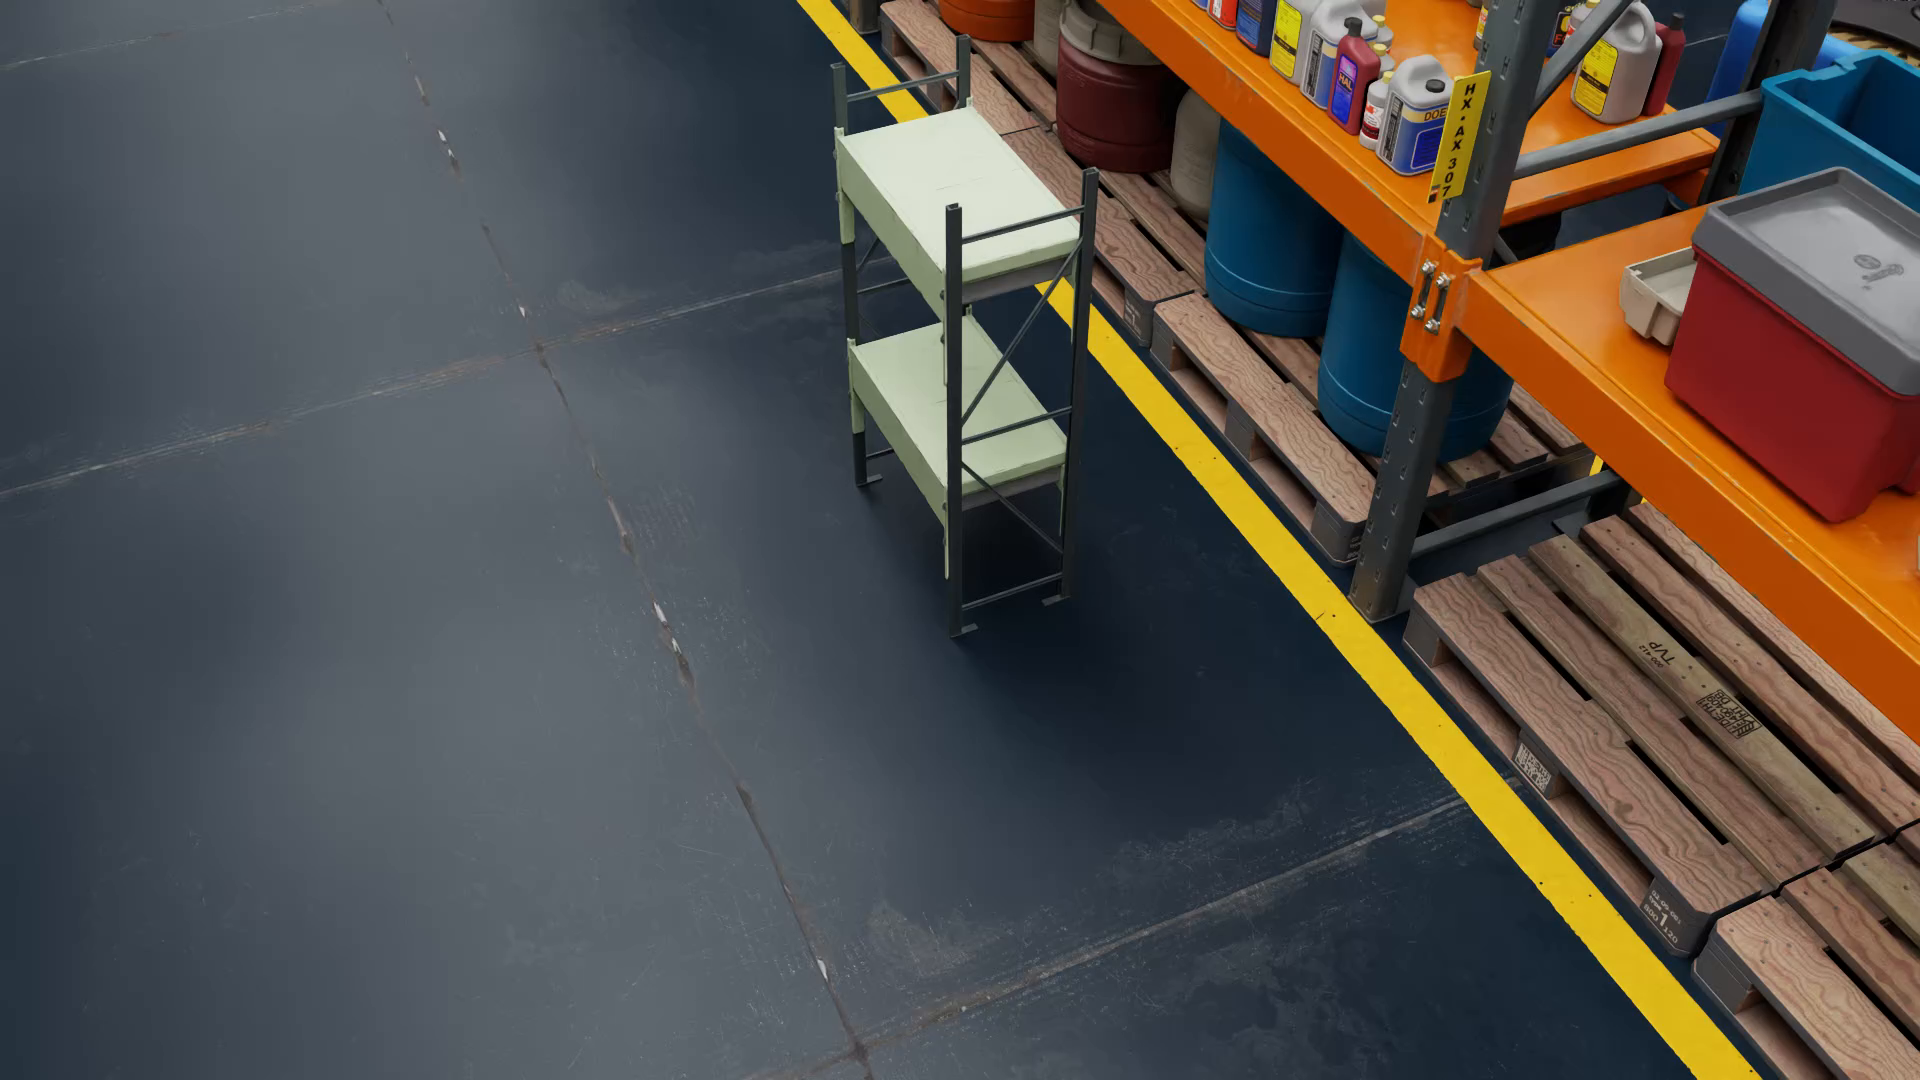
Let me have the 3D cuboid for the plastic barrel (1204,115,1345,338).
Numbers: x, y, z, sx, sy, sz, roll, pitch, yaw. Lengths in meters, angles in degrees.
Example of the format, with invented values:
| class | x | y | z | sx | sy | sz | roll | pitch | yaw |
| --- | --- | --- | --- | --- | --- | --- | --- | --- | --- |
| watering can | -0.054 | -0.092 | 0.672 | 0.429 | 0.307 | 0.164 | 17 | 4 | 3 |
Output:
| class | x | y | z | sx | sy | sz | roll | pitch | yaw |
| --- | --- | --- | --- | --- | --- | --- | --- | --- | --- |
| plastic barrel | 1.146 | -1.200 | 5.525 | 0.600 | 0.901 | 0.708 | -18 | 47 | -17 |

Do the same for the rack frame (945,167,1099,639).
| class | x | y | z | sx | sy | sz | roll | pitch | yaw |
| --- | --- | --- | --- | --- | --- | --- | --- | --- | --- |
| rack frame | 0.151 | -0.305 | 4.491 | 0.400 | 1.500 | 0.023 | -18 | 47 | -17 |

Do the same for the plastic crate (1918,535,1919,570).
| class | x | y | z | sx | sy | sz | roll | pitch | yaw |
| --- | --- | --- | --- | --- | --- | --- | --- | --- | --- |
| plastic crate | 2.132 | 0.054 | 3.101 | 0.437 | 0.282 | 0.530 | -18 | 47 | -17 |

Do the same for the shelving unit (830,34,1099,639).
| class | x | y | z | sx | sy | sz | roll | pitch | yaw |
| --- | --- | --- | --- | --- | --- | --- | --- | --- | --- |
| shelving unit | -0.003 | -0.538 | 4.728 | 0.431 | 1.500 | 0.755 | -18 | 47 | -17 |

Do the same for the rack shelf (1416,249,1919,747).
| class | x | y | z | sx | sy | sz | roll | pitch | yaw |
| --- | --- | --- | --- | --- | --- | --- | --- | --- | --- |
| rack shelf | 2.498 | 0.536 | 3.083 | 1.077 | 0.370 | 4.000 | -18 | 47 | -17 |

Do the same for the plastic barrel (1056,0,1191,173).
| class | x | y | z | sx | sy | sz | roll | pitch | yaw |
| --- | --- | --- | --- | --- | --- | --- | --- | --- | --- |
| plastic barrel | 0.671 | -1.808 | 6.365 | 0.600 | 0.588 | 0.708 | -18 | 47 | -17 |

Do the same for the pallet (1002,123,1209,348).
| class | x | y | z | sx | sy | sz | roll | pitch | yaw |
| --- | --- | --- | --- | --- | --- | --- | --- | --- | --- |
| pallet | 0.854 | -1.284 | 6.401 | 1.003 | 0.211 | 1.213 | -18 | 47 | -17 |

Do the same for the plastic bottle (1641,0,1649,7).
| class | x | y | z | sx | sy | sz | roll | pitch | yaw |
| --- | --- | --- | --- | --- | --- | --- | --- | --- | --- |
| plastic bottle | 1.834 | -1.398 | 4.614 | 0.061 | 0.283 | 0.133 | -18 | 47 | -17 |

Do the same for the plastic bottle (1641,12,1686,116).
| class | x | y | z | sx | sy | sz | roll | pitch | yaw |
| --- | --- | --- | --- | --- | --- | --- | --- | --- | --- |
| plastic bottle | 1.890 | -1.313 | 4.528 | 0.061 | 0.283 | 0.133 | -18 | 47 | -17 |

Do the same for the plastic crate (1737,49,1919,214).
| class | x | y | z | sx | sy | sz | roll | pitch | yaw |
| --- | --- | --- | --- | --- | --- | --- | --- | --- | --- |
| plastic crate | 2.163 | -0.813 | 3.907 | 0.392 | 0.384 | 0.575 | -18 | 47 | -17 |

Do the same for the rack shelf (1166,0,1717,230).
| class | x | y | z | sx | sy | sz | roll | pitch | yaw |
| --- | --- | --- | --- | --- | --- | --- | --- | --- | --- |
| rack shelf | 0.816 | -2.082 | 5.598 | 0.919 | 0.124 | 3.809 | -18 | 47 | -17 |

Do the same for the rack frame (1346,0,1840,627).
| class | x | y | z | sx | sy | sz | roll | pitch | yaw |
| --- | --- | --- | --- | --- | --- | --- | --- | --- | --- |
| rack frame | 1.657 | -0.994 | 4.122 | 1.000 | 3.000 | 0.127 | -18 | 47 | -17 |

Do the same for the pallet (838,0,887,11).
| class | x | y | z | sx | sy | sz | roll | pitch | yaw |
| --- | --- | --- | --- | --- | --- | --- | --- | --- | --- |
| pallet | -0.315 | -3.056 | 8.197 | 1.003 | 0.211 | 1.213 | -18 | 47 | -17 |

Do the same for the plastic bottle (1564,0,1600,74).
| class | x | y | z | sx | sy | sz | roll | pitch | yaw |
| --- | --- | --- | --- | --- | --- | --- | --- | --- | --- |
| plastic bottle | 1.769 | -1.436 | 4.712 | 0.097 | 0.201 | 0.097 | 0 | 45 | 0 |

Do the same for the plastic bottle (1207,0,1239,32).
| class | x | y | z | sx | sy | sz | roll | pitch | yaw |
| --- | --- | --- | --- | --- | --- | --- | --- | --- | --- |
| plastic bottle | 0.833 | -1.660 | 4.885 | 0.152 | 0.276 | 0.135 | -18 | 47 | -17 |

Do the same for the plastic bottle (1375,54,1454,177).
| class | x | y | z | sx | sy | sz | roll | pitch | yaw |
| --- | --- | --- | --- | --- | --- | --- | --- | --- | --- |
| plastic bottle | 1.198 | -1.106 | 4.323 | 0.152 | 0.276 | 0.135 | -18 | 47 | -17 |

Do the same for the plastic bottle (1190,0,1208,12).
| class | x | y | z | sx | sy | sz | roll | pitch | yaw |
| --- | --- | --- | --- | --- | --- | --- | --- | --- | --- |
| plastic bottle | 0.776 | -1.746 | 4.972 | 0.152 | 0.276 | 0.135 | -18 | 47 | -17 |

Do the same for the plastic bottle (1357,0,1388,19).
| class | x | y | z | sx | sy | sz | roll | pitch | yaw |
| --- | --- | --- | --- | --- | --- | --- | --- | --- | --- |
| plastic bottle | 1.105 | -1.509 | 4.678 | 0.144 | 0.351 | 0.185 | -18 | 47 | -17 |

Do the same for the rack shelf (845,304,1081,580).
| class | x | y | z | sx | sy | sz | roll | pitch | yaw |
| --- | --- | --- | --- | --- | --- | --- | --- | --- | --- |
| rack shelf | -0.003 | -0.306 | 4.957 | 0.431 | 0.370 | 0.720 | -18 | 47 | -17 |

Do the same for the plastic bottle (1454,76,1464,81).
| class | x | y | z | sx | sy | sz | roll | pitch | yaw |
| --- | --- | --- | --- | --- | --- | --- | --- | --- | --- |
| plastic bottle | 1.304 | -1.128 | 4.399 | 0.097 | 0.201 | 0.097 | 0 | 45 | 0 |

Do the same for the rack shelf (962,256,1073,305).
| class | x | y | z | sx | sy | sz | roll | pitch | yaw |
| --- | --- | --- | --- | --- | --- | --- | --- | --- | --- |
| rack shelf | -0.003 | -0.867 | 4.403 | 0.332 | 0.071 | 0.664 | -18 | 47 | -17 |

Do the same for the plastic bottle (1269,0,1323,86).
| class | x | y | z | sx | sy | sz | roll | pitch | yaw |
| --- | --- | --- | --- | --- | --- | --- | --- | --- | --- |
| plastic bottle | 0.974 | -1.466 | 4.635 | 0.144 | 0.351 | 0.185 | -18 | 47 | -17 |

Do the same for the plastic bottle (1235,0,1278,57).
| class | x | y | z | sx | sy | sz | roll | pitch | yaw |
| --- | --- | --- | --- | --- | --- | --- | --- | --- | --- |
| plastic bottle | 0.896 | -1.584 | 4.755 | 0.144 | 0.351 | 0.185 | -18 | 47 | -17 |

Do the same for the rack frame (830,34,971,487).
| class | x | y | z | sx | sy | sz | roll | pitch | yaw |
| --- | --- | --- | --- | --- | --- | --- | --- | --- | --- |
| rack frame | -0.157 | -0.771 | 4.964 | 0.400 | 1.500 | 0.023 | -18 | 47 | -17 |

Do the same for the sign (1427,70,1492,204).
| class | x | y | z | sx | sy | sz | roll | pitch | yaw |
| --- | --- | --- | --- | --- | --- | --- | --- | --- | --- |
| sign | 1.157 | -0.932 | 3.861 | 0.100 | 0.325 | 0.005 | -18 | 47 | -17 |

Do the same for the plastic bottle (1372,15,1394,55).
| class | x | y | z | sx | sy | sz | roll | pitch | yaw |
| --- | --- | --- | --- | --- | --- | --- | --- | --- | --- |
| plastic bottle | 1.150 | -1.361 | 4.635 | 0.097 | 0.201 | 0.097 | 0 | 45 | 0 |

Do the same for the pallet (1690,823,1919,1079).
| class | x | y | z | sx | sy | sz | roll | pitch | yaw |
| --- | --- | --- | --- | --- | --- | --- | --- | --- | --- |
| pallet | 2.519 | 1.234 | 3.849 | 1.003 | 0.211 | 1.213 | -18 | 47 | -17 |

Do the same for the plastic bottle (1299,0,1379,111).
| class | x | y | z | sx | sy | sz | roll | pitch | yaw |
| --- | --- | --- | --- | --- | --- | --- | --- | --- | --- |
| plastic bottle | 1.045 | -1.339 | 4.559 | 0.152 | 0.276 | 0.135 | -18 | 47 | -17 |
